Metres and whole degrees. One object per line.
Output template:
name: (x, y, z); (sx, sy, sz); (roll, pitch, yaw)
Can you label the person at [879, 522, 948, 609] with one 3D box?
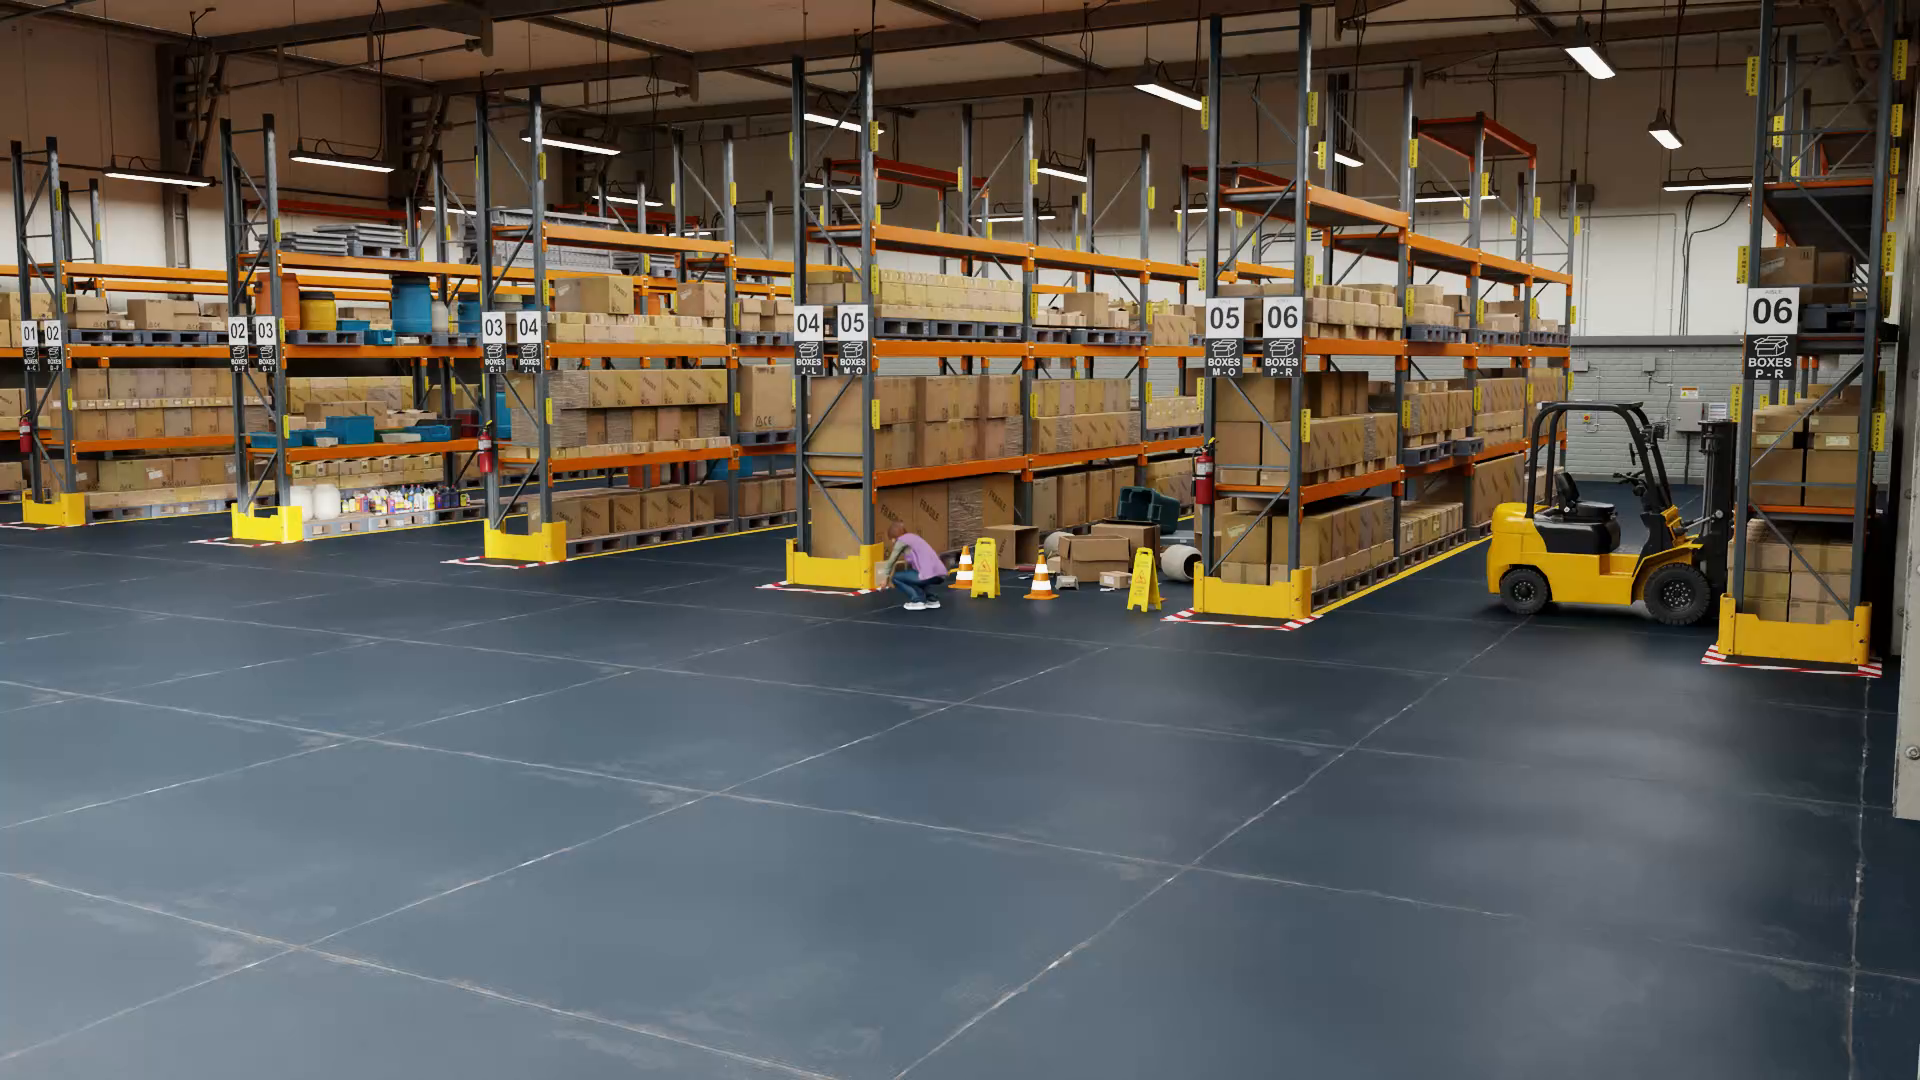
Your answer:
person: (-0.513, 0.275, 17.413); (0.455, 0.876, 0.858); (-6, 9, -44)
